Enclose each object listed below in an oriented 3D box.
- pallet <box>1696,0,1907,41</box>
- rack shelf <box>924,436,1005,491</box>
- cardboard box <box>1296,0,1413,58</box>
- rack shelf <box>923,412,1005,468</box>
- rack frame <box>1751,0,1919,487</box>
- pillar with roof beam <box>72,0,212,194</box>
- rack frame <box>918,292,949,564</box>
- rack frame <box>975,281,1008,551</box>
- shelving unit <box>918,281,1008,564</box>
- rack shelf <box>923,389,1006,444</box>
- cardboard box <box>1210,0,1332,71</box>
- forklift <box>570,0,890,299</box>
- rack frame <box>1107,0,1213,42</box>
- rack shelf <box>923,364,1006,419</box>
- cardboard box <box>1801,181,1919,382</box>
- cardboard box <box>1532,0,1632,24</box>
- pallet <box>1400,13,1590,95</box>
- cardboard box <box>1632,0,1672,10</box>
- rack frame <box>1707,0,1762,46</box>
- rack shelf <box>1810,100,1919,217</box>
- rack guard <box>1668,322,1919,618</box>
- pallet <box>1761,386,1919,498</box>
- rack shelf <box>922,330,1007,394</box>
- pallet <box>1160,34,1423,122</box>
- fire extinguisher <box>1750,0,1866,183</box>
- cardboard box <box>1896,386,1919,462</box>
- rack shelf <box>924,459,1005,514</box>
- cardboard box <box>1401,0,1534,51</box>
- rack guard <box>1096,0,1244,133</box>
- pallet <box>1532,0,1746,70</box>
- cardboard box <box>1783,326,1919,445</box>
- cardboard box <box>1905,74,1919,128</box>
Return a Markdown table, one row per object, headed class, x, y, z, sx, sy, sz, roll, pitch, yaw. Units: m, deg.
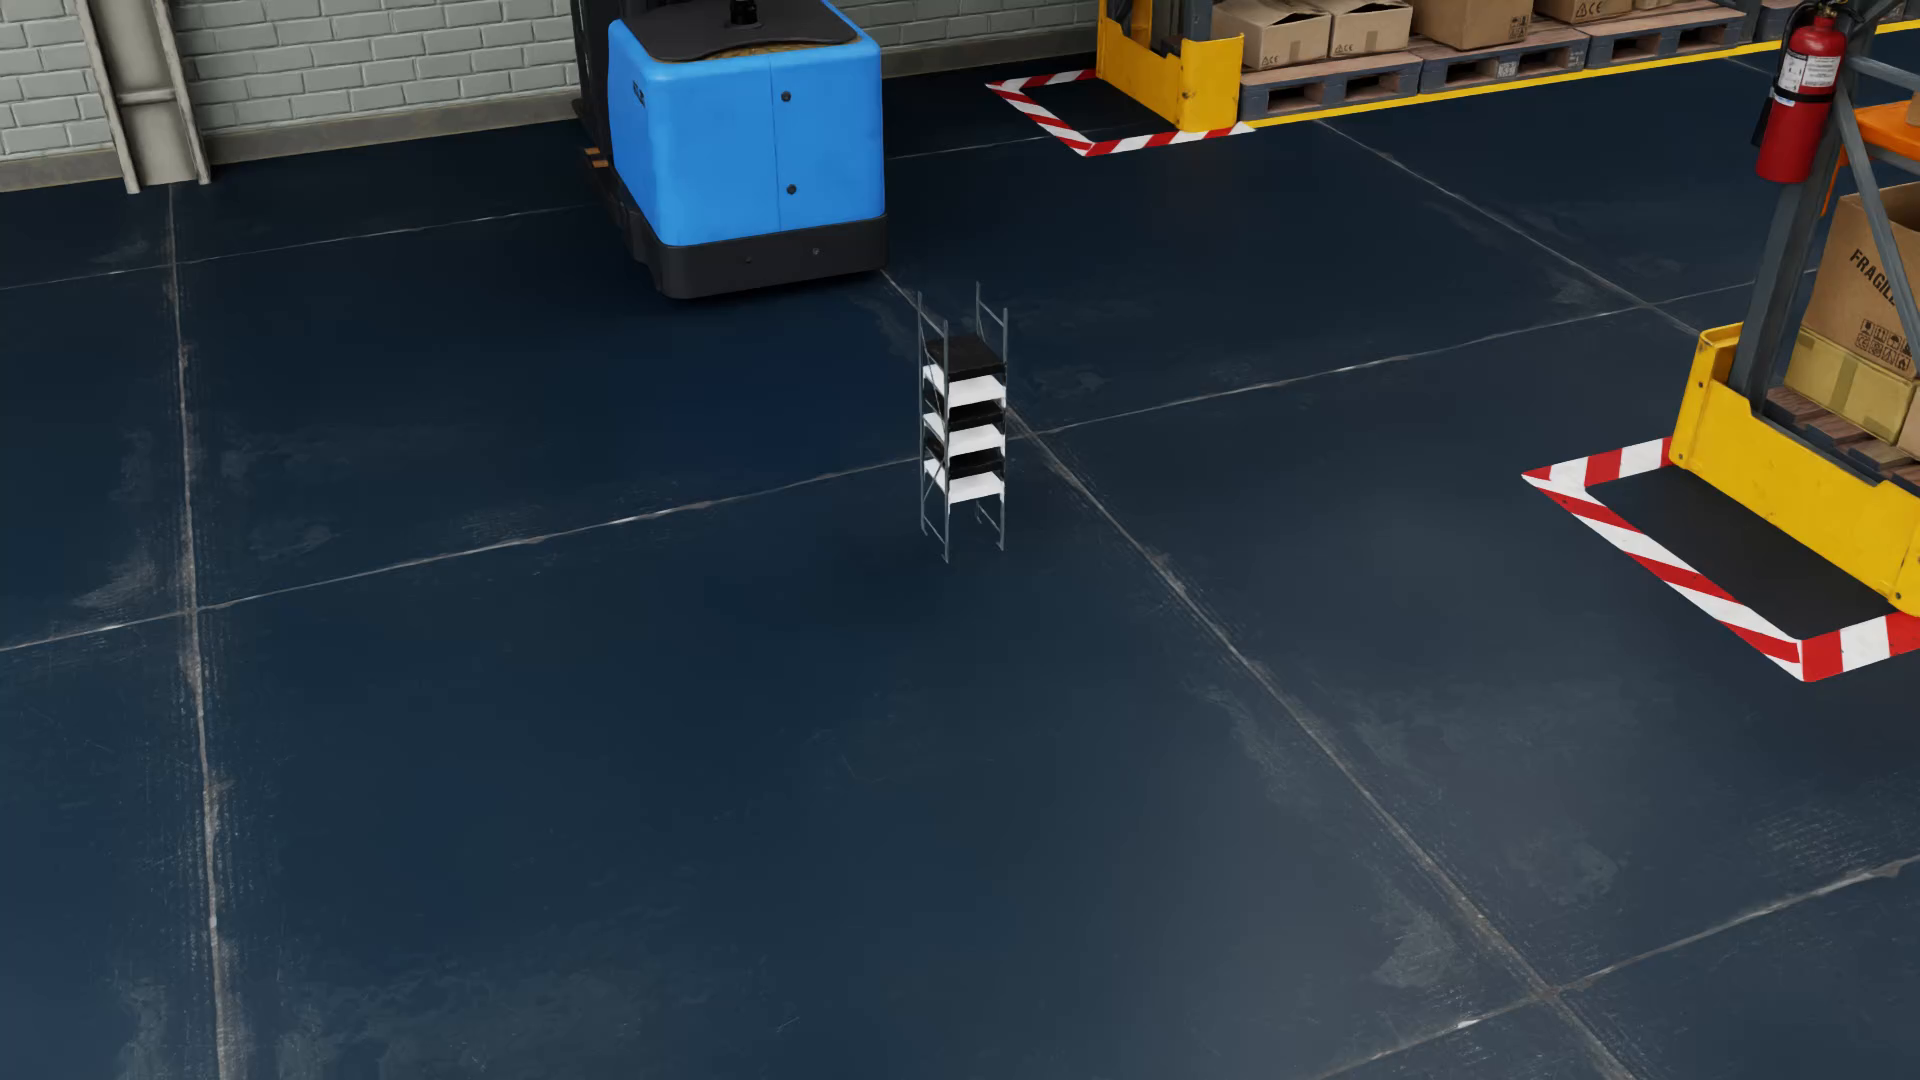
| class | x | y | z | sx | sy | sz | roll | pitch | yaw |
| --- | --- | --- | --- | --- | --- | --- | --- | --- | --- |
| pallet | 5.522 | -3.659 | 11.180 | 1.213 | 0.211 | 1.003 | -13 | 35 | -19 |
| rack shelf | 0.007 | -0.276 | 5.574 | 0.200 | 0.077 | 0.258 | -13 | 35 | -19 |
| cardboard box | 2.315 | -3.097 | 9.821 | 0.500 | 0.311 | 0.500 | -10 | 34 | -15 |
| rack shelf | 0.007 | -0.351 | 5.525 | 0.200 | 0.077 | 0.258 | -13 | 35 | -19 |
| rack frame | 3.036 | -1.330 | 5.043 | 0.053 | 2.616 | 0.949 | -13 | 35 | -19 |
| pillar with roof beam | -2.439 | -3.484 | 2.854 | 0.400 | 9.000 | 9.100 | -13 | 35 | -19 |
| rack frame | -0.086 | -0.357 | 5.474 | 0.006 | 0.900 | 0.240 | -13 | 35 | -19 |
| rack frame | 0.101 | -0.400 | 5.540 | 0.006 | 0.900 | 0.240 | -13 | 35 | -19 |
| shelving unit | 0.007 | -0.379 | 5.507 | 0.210 | 0.900 | 0.258 | -13 | 35 | -19 |
| rack shelf | 0.007 | -0.426 | 5.476 | 0.200 | 0.077 | 0.258 | -13 | 35 | -19 |
| cardboard box | 1.789 | -2.977 | 9.636 | 0.500 | 0.311 | 0.500 | -17 | 37 | -24 |
| forklift | -1.331 | -3.071 | 7.782 | 1.130 | 2.935 | 3.031 | -12 | 35 | -18 |
| rack frame | 1.116 | -3.818 | 8.868 | 0.127 | 3.000 | 1.000 | -13 | 35 | -19 |
| rack shelf | 0.007 | -0.502 | 5.427 | 0.200 | 0.077 | 0.258 | -13 | 35 | -19 |
| cardboard box | 3.417 | -0.929 | 5.876 | 0.500 | 0.500 | 0.500 | -13 | 35 | -19 |
| cardboard box | 3.863 | -3.560 | 10.360 | 0.500 | 0.500 | 0.500 | -16 | 36 | -22 |
| pallet | 3.072 | -3.075 | 10.282 | 1.213 | 0.211 | 1.003 | -13 | 35 | -19 |
| cardboard box | 4.323 | -3.532 | 10.622 | 0.250 | 0.166 | 0.380 | -18 | 37 | -25 |
| rack frame | 4.805 | -4.663 | 10.166 | 0.127 | 3.000 | 1.000 | -13 | 35 | -19 |
| rack shelf | 4.882 | -1.449 | 5.886 | 4.000 | 0.370 | 1.077 | -13 | 35 | -19 |
| rack guard | 3.015 | -0.275 | 5.715 | 0.348 | 0.500 | 1.175 | -13 | 35 | -19 |
| pallet | 3.726 | -0.342 | 6.082 | 1.213 | 0.211 | 1.003 | -13 | 35 | -19 |
| rack shelf | 0.007 | -0.577 | 5.378 | 0.200 | 0.077 | 0.258 | -13 | 35 | -19 |
| pallet | 1.949 | -2.819 | 9.890 | 1.213 | 0.211 | 1.003 | -13 | 35 | -19 |
| fire extinguisher | 2.749 | -1.504 | 5.383 | 0.183 | 0.674 | 0.296 | -13 | 35 | -19 |
| cardboard box | 3.618 | -0.353 | 5.678 | 0.500 | 0.250 | 0.500 | -13 | 35 | -19 |
| rack shelf | 0.007 | -0.200 | 5.624 | 0.200 | 0.077 | 0.258 | -13 | 35 | -19 |
| cardboard box | 3.011 | -3.306 | 9.969 | 0.500 | 0.500 | 0.700 | -15 | 36 | -22 |
| rack guard | 1.186 | -2.787 | 9.574 | 0.348 | 0.500 | 1.175 | -13 | 35 | -19 |
| pallet | 4.199 | -3.335 | 10.681 | 1.213 | 0.211 | 1.003 | -13 | 35 | -19 |
| cardboard box | 3.418 | -0.614 | 6.079 | 0.500 | 0.250 | 0.500 | -13 | 35 | -19 |
| cardboard box | 3.473 | -1.462 | 5.155 | 0.500 | 0.500 | 0.700 | -13 | 35 | -19 |
